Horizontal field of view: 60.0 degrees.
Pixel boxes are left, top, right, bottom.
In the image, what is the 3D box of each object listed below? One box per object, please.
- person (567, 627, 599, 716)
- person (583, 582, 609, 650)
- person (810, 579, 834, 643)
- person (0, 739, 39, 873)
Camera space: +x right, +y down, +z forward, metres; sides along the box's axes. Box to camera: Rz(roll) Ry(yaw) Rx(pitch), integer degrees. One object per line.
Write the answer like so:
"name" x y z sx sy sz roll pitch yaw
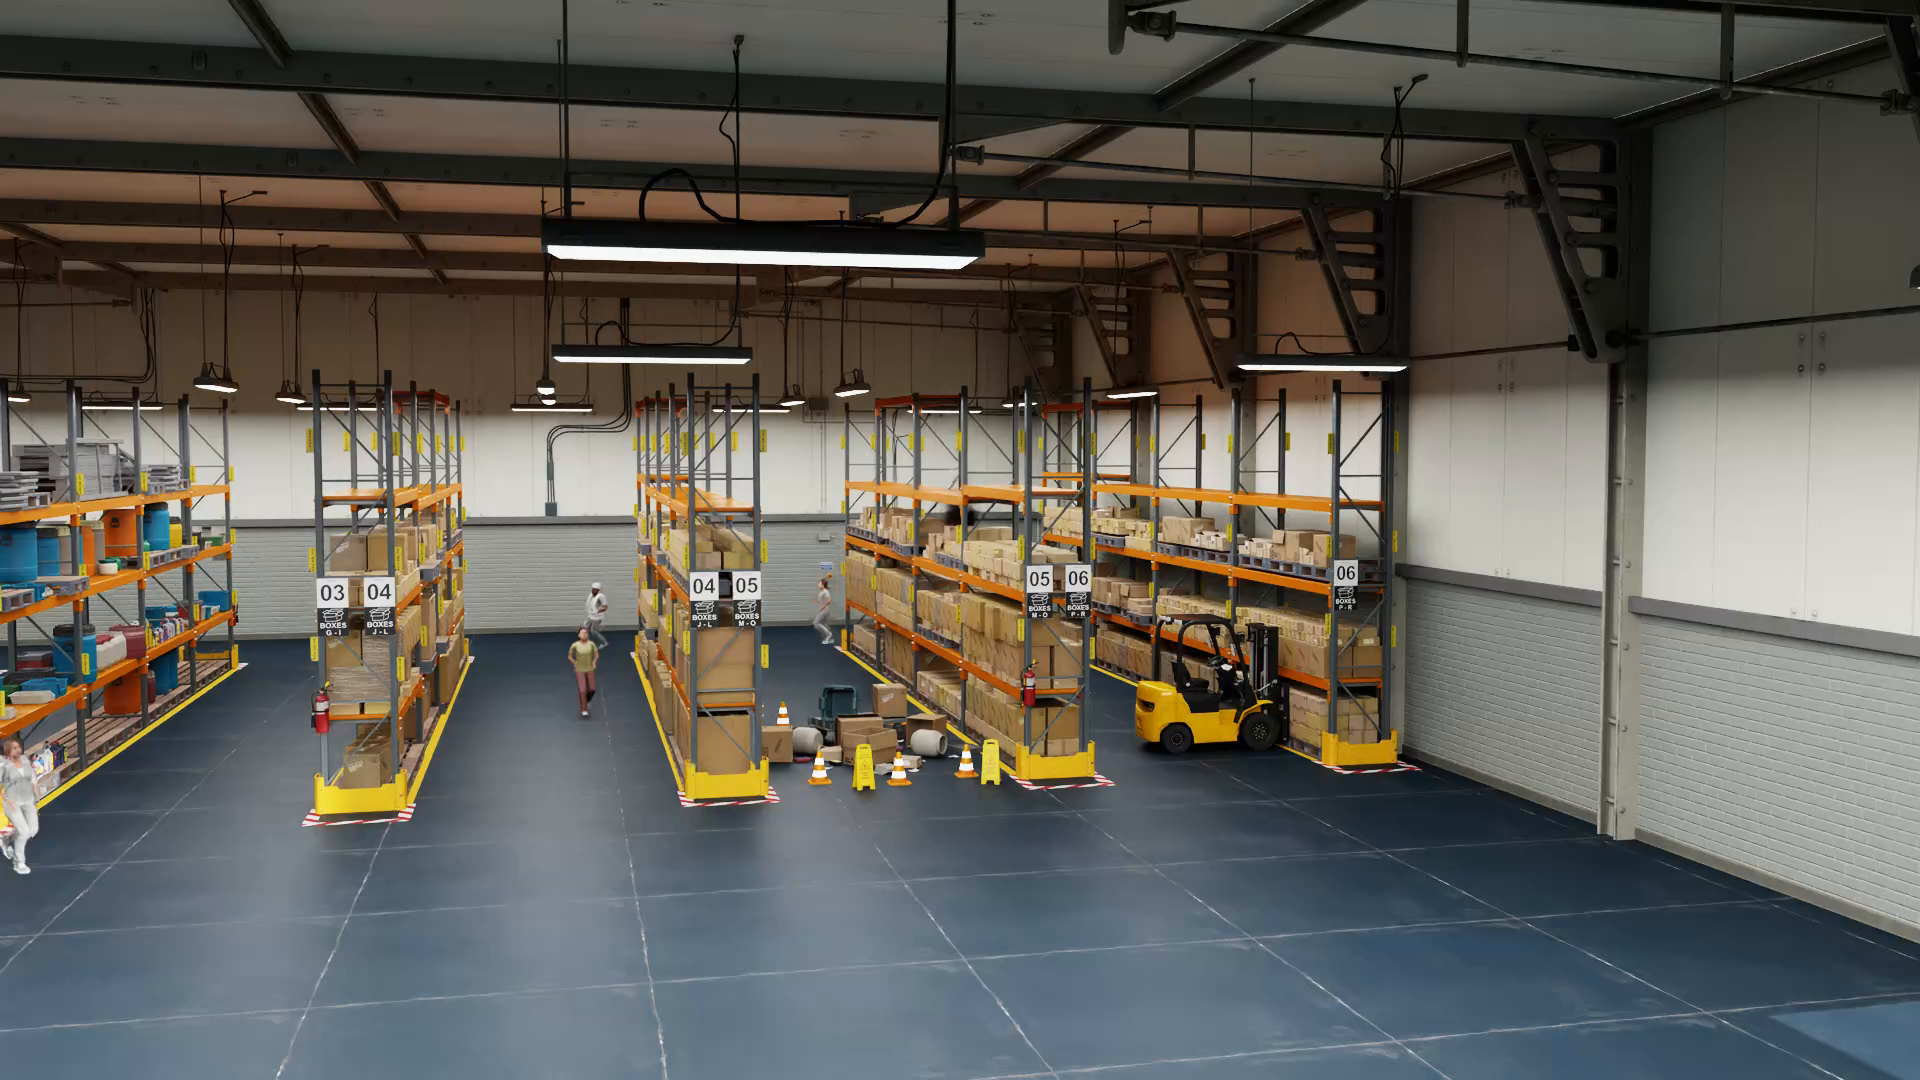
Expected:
"person" -6.937 2.417 30.673 0.577 1.621 0.562 -1 4 -22
"person" -8.649 1.878 39.703 0.781 1.761 0.820 3 4 43
"person" -3.446 1.787 41.526 0.596 1.624 0.578 0 3 -4
"person" -11.090 3.106 19.488 0.506 1.568 0.537 2 4 25
